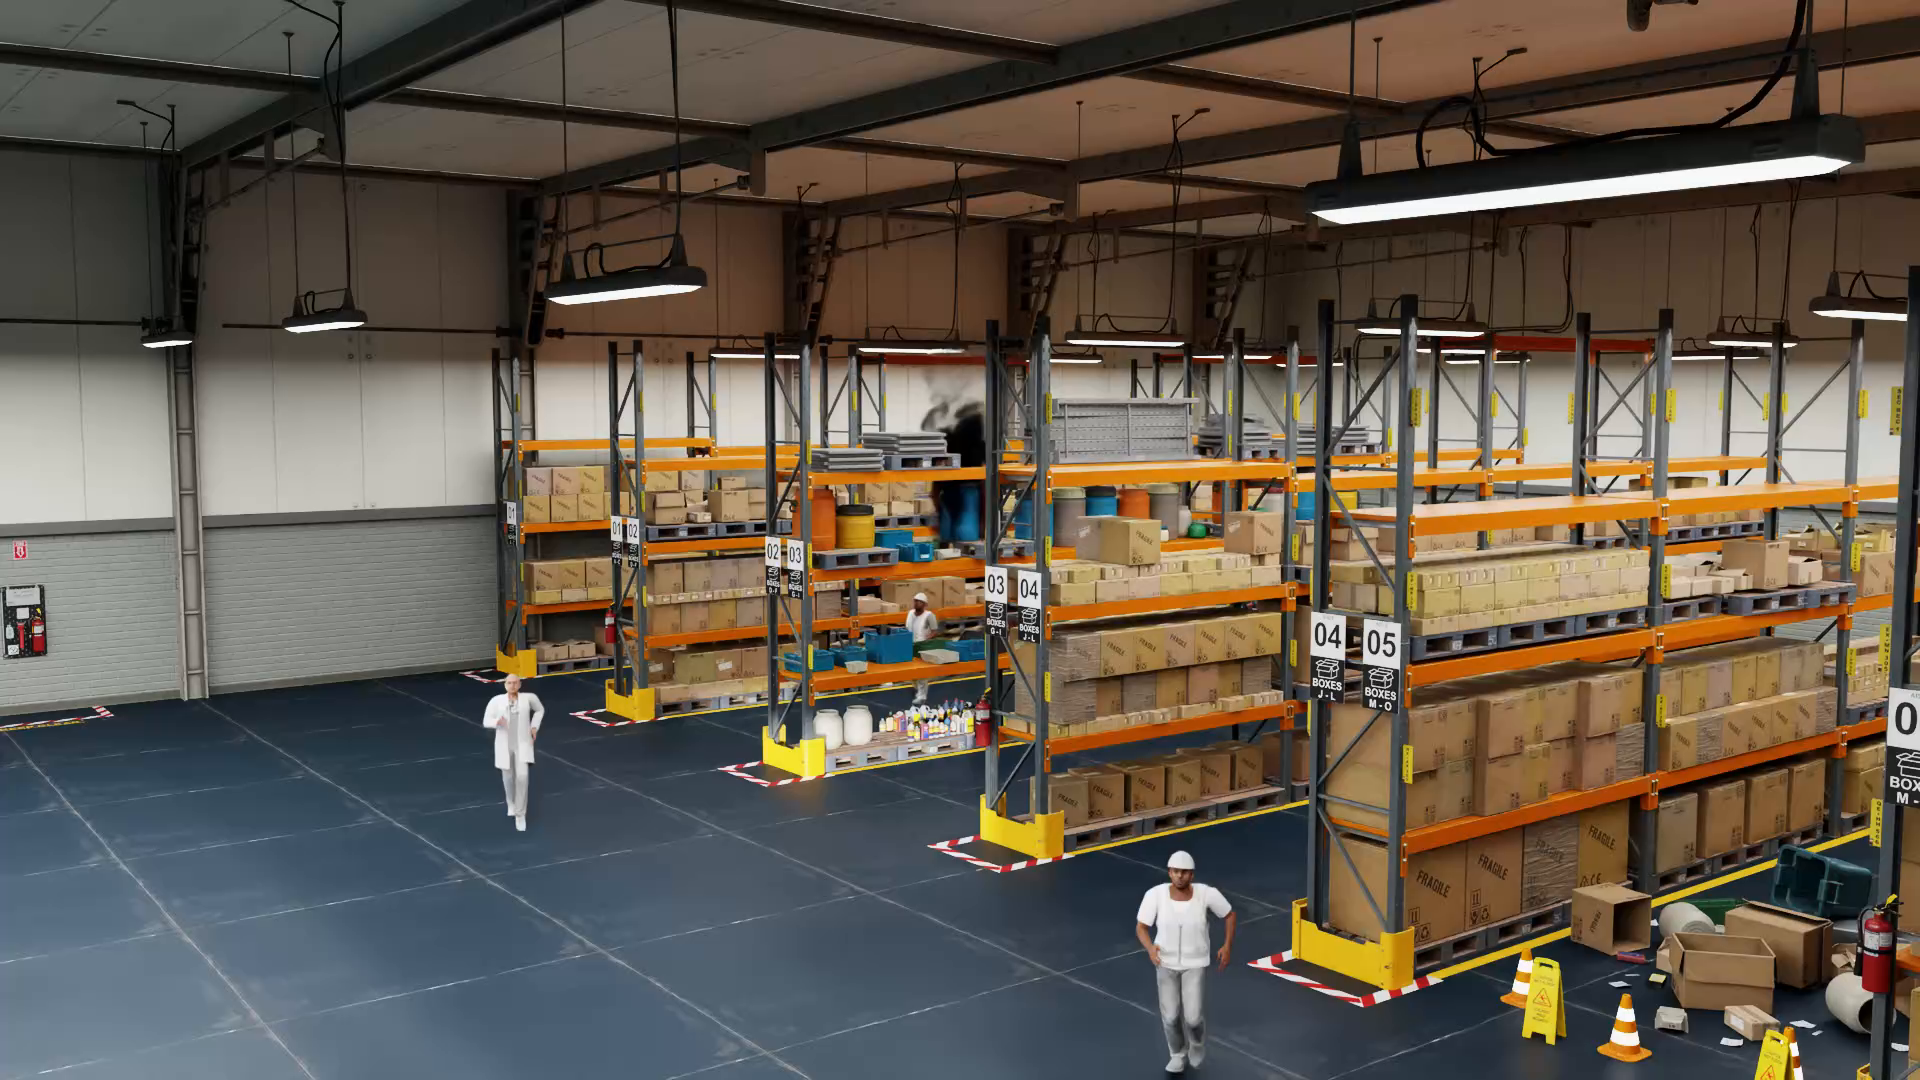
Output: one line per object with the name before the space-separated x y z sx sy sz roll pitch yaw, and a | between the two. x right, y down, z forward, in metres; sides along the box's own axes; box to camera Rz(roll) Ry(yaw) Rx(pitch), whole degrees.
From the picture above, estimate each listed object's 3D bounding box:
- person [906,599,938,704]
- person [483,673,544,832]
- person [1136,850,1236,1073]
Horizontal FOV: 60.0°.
person | -0.676 1.725 26.164 0.684 1.710 0.540 4 6 38
person | -5.358 2.511 19.982 0.693 1.831 0.862 -1 5 -11
person | 1.680 3.194 12.503 0.740 1.720 0.591 1 5 13
